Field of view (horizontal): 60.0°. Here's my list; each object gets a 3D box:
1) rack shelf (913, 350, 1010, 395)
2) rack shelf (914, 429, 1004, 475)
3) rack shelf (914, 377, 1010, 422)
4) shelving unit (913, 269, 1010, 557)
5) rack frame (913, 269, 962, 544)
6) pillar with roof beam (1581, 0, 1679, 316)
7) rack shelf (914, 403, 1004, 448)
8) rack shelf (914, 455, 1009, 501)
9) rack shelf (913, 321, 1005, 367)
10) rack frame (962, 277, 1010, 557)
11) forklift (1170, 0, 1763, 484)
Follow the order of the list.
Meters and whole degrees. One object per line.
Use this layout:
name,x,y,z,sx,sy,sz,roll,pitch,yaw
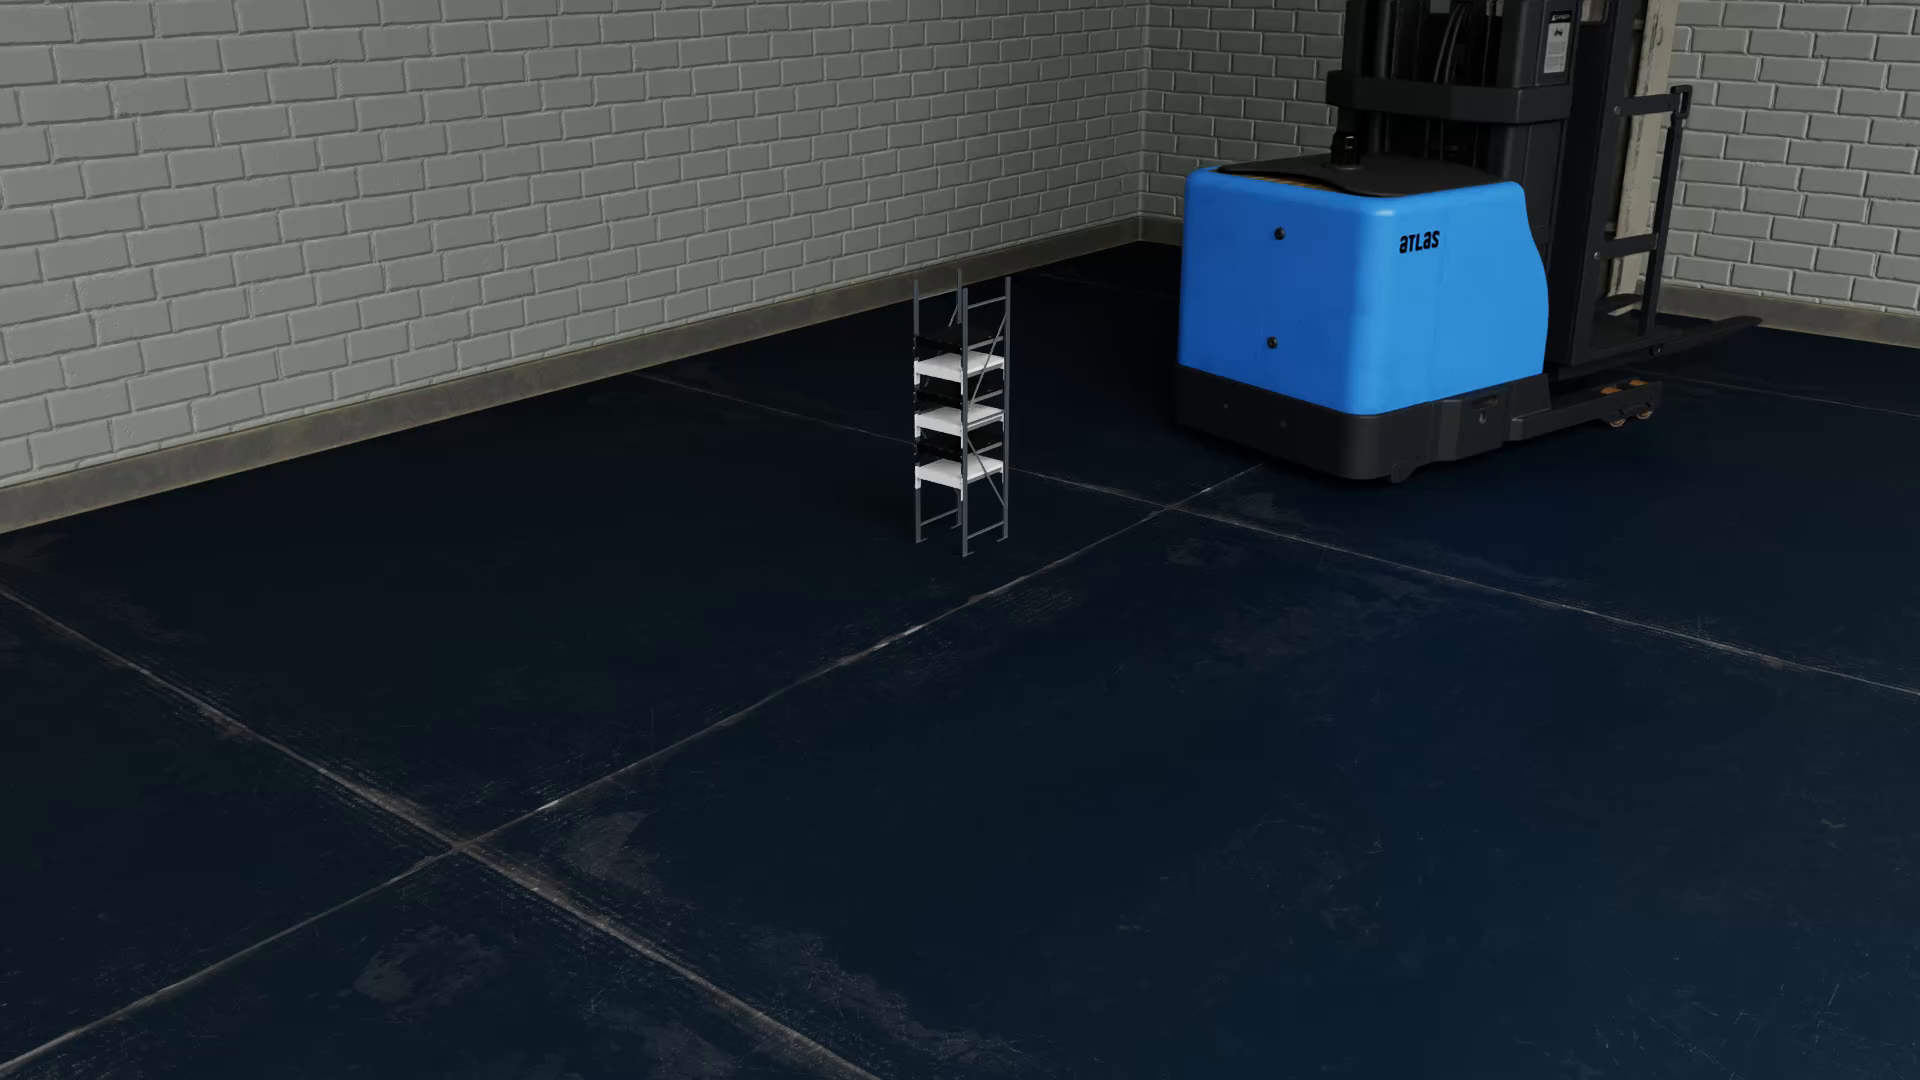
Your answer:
rack shelf,0.006,-0.556,5.453,0.200,0.077,0.258,16,26,36
rack shelf,0.006,-0.304,5.548,0.200,0.077,0.258,16,26,36
rack shelf,0.006,-0.472,5.485,0.200,0.077,0.258,16,26,36
shelving unit,0.006,-0.419,5.505,0.210,0.900,0.258,16,26,36
rack frame,-0.072,-0.442,5.565,0.006,0.900,0.240,16,26,36
pillar with roof beam,0.678,-4.294,4.301,0.400,9.000,9.100,16,26,36
rack shelf,0.006,-0.388,5.516,0.200,0.077,0.258,16,26,36
rack shelf,0.006,-0.220,5.580,0.200,0.077,0.258,16,26,36
rack shelf,0.006,-0.641,5.421,0.200,0.077,0.258,16,26,36
rack frame,0.085,-0.397,5.444,0.006,0.900,0.240,16,26,36
forklift,2.342,-1.973,6.747,3.031,2.935,1.130,-15,25,-34
